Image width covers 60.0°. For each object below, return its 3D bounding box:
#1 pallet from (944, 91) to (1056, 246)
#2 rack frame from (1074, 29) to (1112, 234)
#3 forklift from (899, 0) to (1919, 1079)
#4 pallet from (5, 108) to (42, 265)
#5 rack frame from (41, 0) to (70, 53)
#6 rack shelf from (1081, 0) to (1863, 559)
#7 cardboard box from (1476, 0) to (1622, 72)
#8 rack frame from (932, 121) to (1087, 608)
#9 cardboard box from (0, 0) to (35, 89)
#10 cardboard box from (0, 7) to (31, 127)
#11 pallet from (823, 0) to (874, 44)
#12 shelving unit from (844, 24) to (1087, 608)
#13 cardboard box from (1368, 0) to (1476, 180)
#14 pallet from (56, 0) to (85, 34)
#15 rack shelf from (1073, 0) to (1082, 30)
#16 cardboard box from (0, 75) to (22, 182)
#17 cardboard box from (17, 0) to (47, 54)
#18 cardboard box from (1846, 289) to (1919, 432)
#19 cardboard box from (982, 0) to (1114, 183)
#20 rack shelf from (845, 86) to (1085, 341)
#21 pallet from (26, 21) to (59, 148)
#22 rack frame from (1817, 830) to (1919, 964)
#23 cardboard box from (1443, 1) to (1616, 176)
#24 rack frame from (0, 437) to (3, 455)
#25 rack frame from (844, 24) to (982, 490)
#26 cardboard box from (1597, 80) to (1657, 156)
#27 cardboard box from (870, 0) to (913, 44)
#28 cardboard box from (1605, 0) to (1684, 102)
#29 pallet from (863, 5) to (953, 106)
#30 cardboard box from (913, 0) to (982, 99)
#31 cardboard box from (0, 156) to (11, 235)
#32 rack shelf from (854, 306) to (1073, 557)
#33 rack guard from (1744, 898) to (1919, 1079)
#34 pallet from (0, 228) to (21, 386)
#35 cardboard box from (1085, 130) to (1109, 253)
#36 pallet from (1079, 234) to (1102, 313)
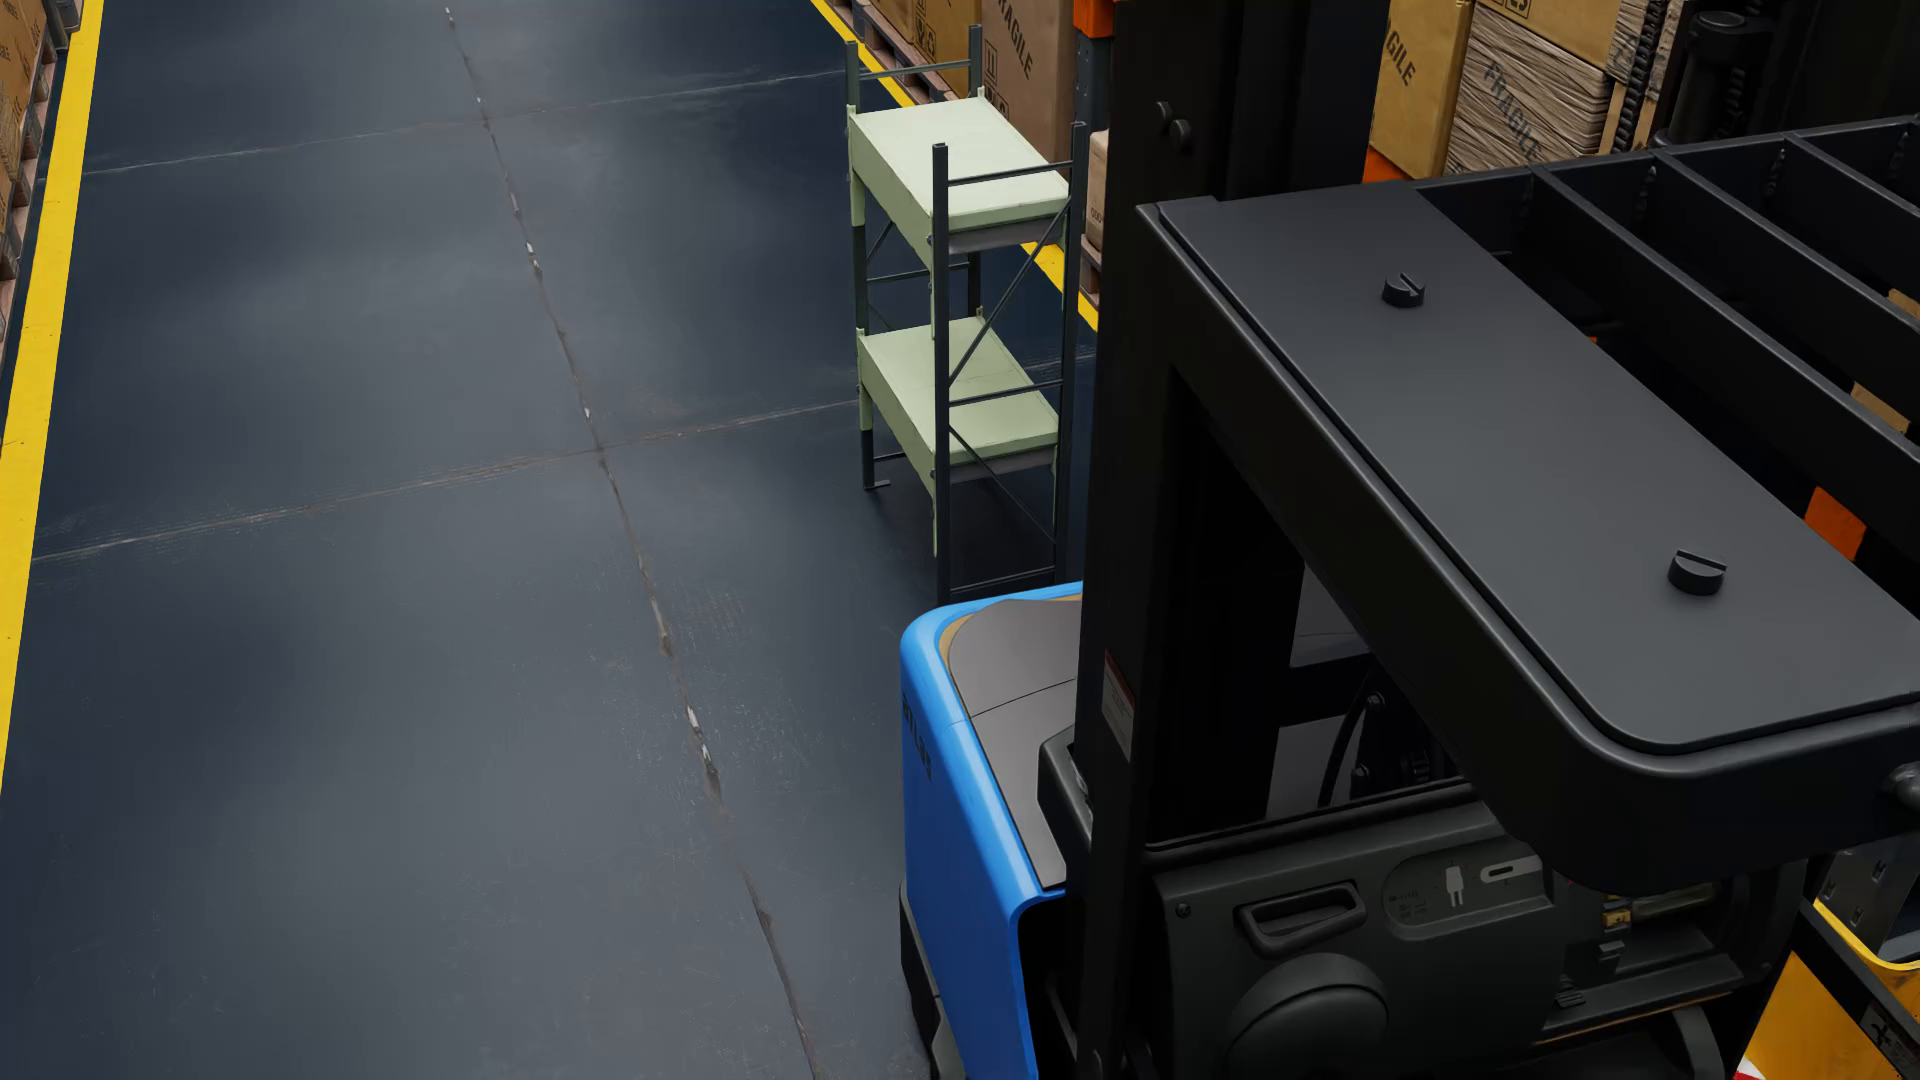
[{"bbox_3d":[0.594,-1.734,7.377,1.003,0.211,1.213,-12,39,-16],"label":"pallet"},{"bbox_3d":[0.930,-2.428,5.980,1.000,3.000,0.127,-12,39,-16],"label":"rack frame"},{"bbox_3d":[0.764,0.600,2.017,1.130,2.935,3.031,-10,38,-13],"label":"forklift"},{"bbox_3d":[-4.468,-1.426,6.968,1.003,0.211,1.213,-12,39,-16],"label":"pallet"},{"bbox_3d":[-5.105,-3.658,7.613,1.000,3.000,0.127,-12,39,-16],"label":"rack frame"},{"bbox_3d":[1.618,-1.011,4.697,1.077,0.370,4.000,-12,39,-16],"label":"rack shelf"},{"bbox_3d":[1.543,-1.400,3.701,0.500,0.500,0.500,-13,39,-16],"label":"cardboard box"},{"bbox_3d":[0.124,-0.396,4.529,0.400,1.500,0.023,-12,39,-16],"label":"rack frame"},{"bbox_3d":[-4.596,-2.348,7.602,0.500,0.500,0.500,-13,39,-17],"label":"cardboard box"},{"bbox_3d":[-4.413,-2.053,7.211,0.500,0.500,0.500,-11,38,-14],"label":"cardboard box"},{"bbox_3d":[-0.246,-3.113,9.207,1.003,0.211,1.213,-12,39,-16],"label":"pallet"},{"bbox_3d":[-0.002,-0.603,4.804,0.431,1.500,0.755,-12,39,-16],"label":"shelving unit"},{"bbox_3d":[1.358,-1.290,4.386,0.500,0.500,0.500,-11,38,-15],"label":"cardboard box"},{"bbox_3d":[-5.352,-3.017,9.080,1.003,0.211,1.213,-12,39,-16],"label":"pallet"},{"bbox_3d":[0.242,-3.270,7.697,1.077,0.370,4.000,-12,39,-16],"label":"rack shelf"},{"bbox_3d":[-4.217,-1.763,6.826,0.500,0.500,0.500,-14,39,-18],"label":"cardboard box"},{"bbox_3d":[-4.758,-2.633,7.981,0.500,0.500,0.500,-11,38,-15],"label":"cardboard box"},{"bbox_3d":[1.892,-0.426,3.239,0.500,0.500,0.500,-12,39,-16],"label":"cardboard box"},{"bbox_3d":[0.642,-2.081,6.936,0.875,0.875,0.875,-11,38,-15],"label":"cardboard box"},{"bbox_3d":[-0.002,-0.915,4.569,0.431,0.370,0.720,-12,39,-16],"label":"rack shelf"},{"bbox_3d":[-4.884,-2.114,7.882,1.003,0.211,1.213,-12,39,-16],"label":"pallet"},{"bbox_3d":[2.307,-0.168,2.980,1.000,3.000,0.127,-12,39,-16],"label":"rack frame"},{"bbox_3d":[1.547,-1.001,4.003,0.500,0.500,0.500,-11,38,-15],"label":"cardboard box"},{"bbox_3d":[-3.729,-1.398,4.613,1.000,3.000,0.127,-12,39,-16],"label":"rack frame"},{"bbox_3d":[-0.128,-0.810,5.078,0.400,1.500,0.023,-12,39,-16],"label":"rack frame"},{"bbox_3d":[1.734,-0.713,3.620,0.500,0.500,0.500,-13,39,-17],"label":"cardboard box"},{"bbox_3d":[0.016,-3.094,8.282,0.875,0.875,0.875,-12,39,-15],"label":"cardboard box"},{"bbox_3d":[1.710,-1.120,3.329,0.500,0.500,0.500,-12,39,-16],"label":"cardboard box"},{"bbox_3d":[0.170,-2.425,8.294,1.003,0.211,1.213,-12,39,-16],"label":"pallet"},{"bbox_3d":[0.324,-2.589,7.611,0.875,0.875,0.875,-11,38,-15],"label":"cardboard box"},{"bbox_3d":[-4.044,-1.469,6.435,0.500,0.500,0.500,-14,39,-17],"label":"cardboard box"},{"bbox_3d":[-0.002,-0.342,5.000,0.431,0.370,0.720,-12,39,-16],"label":"rack shelf"},{"bbox_3d":[2.315,0.844,3.714,1.175,0.500,0.348,-12,39,-16],"label":"rack guard"},{"bbox_3d":[-4.044,-0.736,6.052,1.003,0.211,1.213,-12,39,-16],"label":"pallet"},{"bbox_3d":[1.046,-1.195,6.124,0.875,0.438,0.875,-13,39,-17],"label":"cardboard box"},{"bbox_3d":[1.118,-0.868,6.227,1.003,0.211,1.213,-12,39,-16],"label":"pallet"}]
